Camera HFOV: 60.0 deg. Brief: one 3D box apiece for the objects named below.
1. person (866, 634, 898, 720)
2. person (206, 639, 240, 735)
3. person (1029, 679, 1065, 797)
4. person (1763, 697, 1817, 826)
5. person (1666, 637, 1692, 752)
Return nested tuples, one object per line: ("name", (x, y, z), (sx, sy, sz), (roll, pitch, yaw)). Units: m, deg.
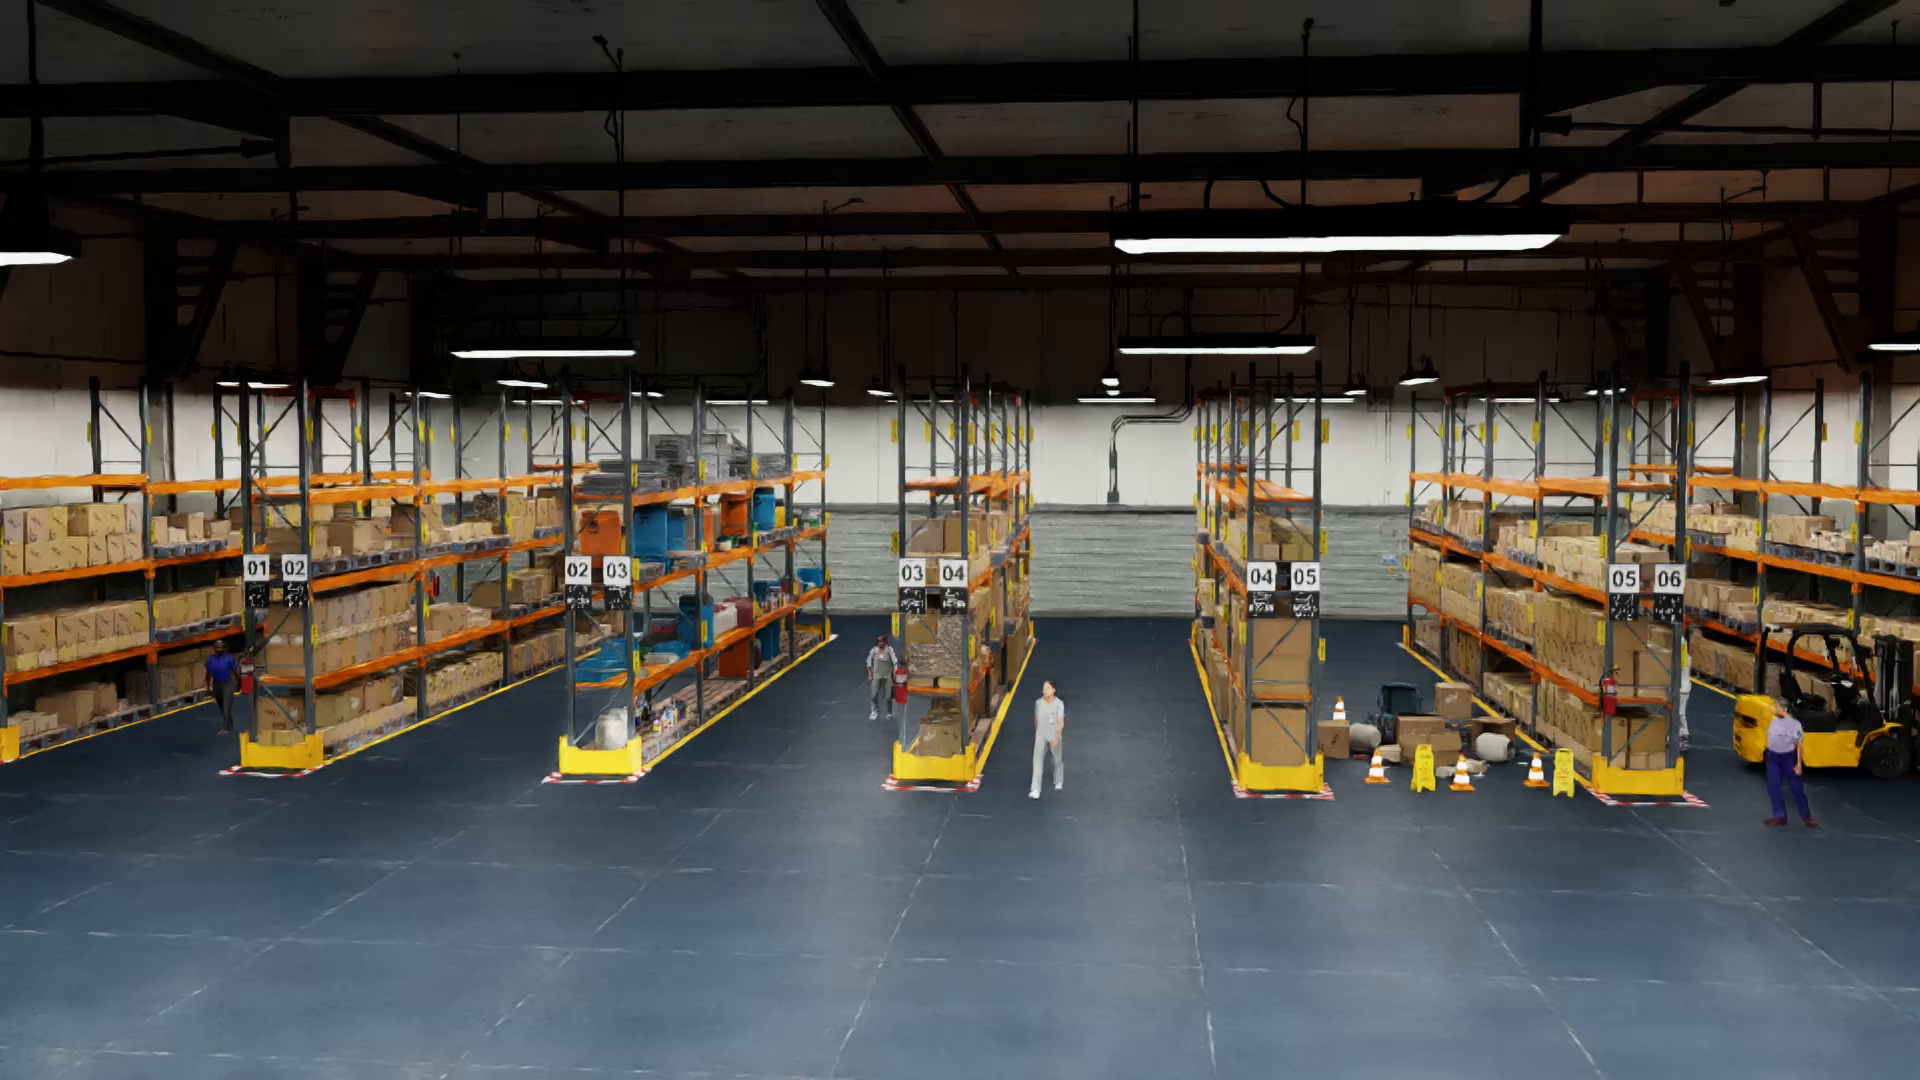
("person", (-1.356, 2.380, 28.971), (0.566, 1.541, 0.519), (0, 4, 4))
("person", (-12.255, 2.424, 27.621), (0.470, 1.571, 1.060), (0, 4, -4))
("person", (1.232, 2.714, 22.936), (0.444, 1.604, 1.018), (1, 4, 14))
("person", (10.619, 2.836, 21.262), (0.538, 1.627, 0.598), (-1, 4, -22))
("person", (11.274, 2.411, 26.223), (0.489, 1.787, 0.608), (3, 5, 36))
